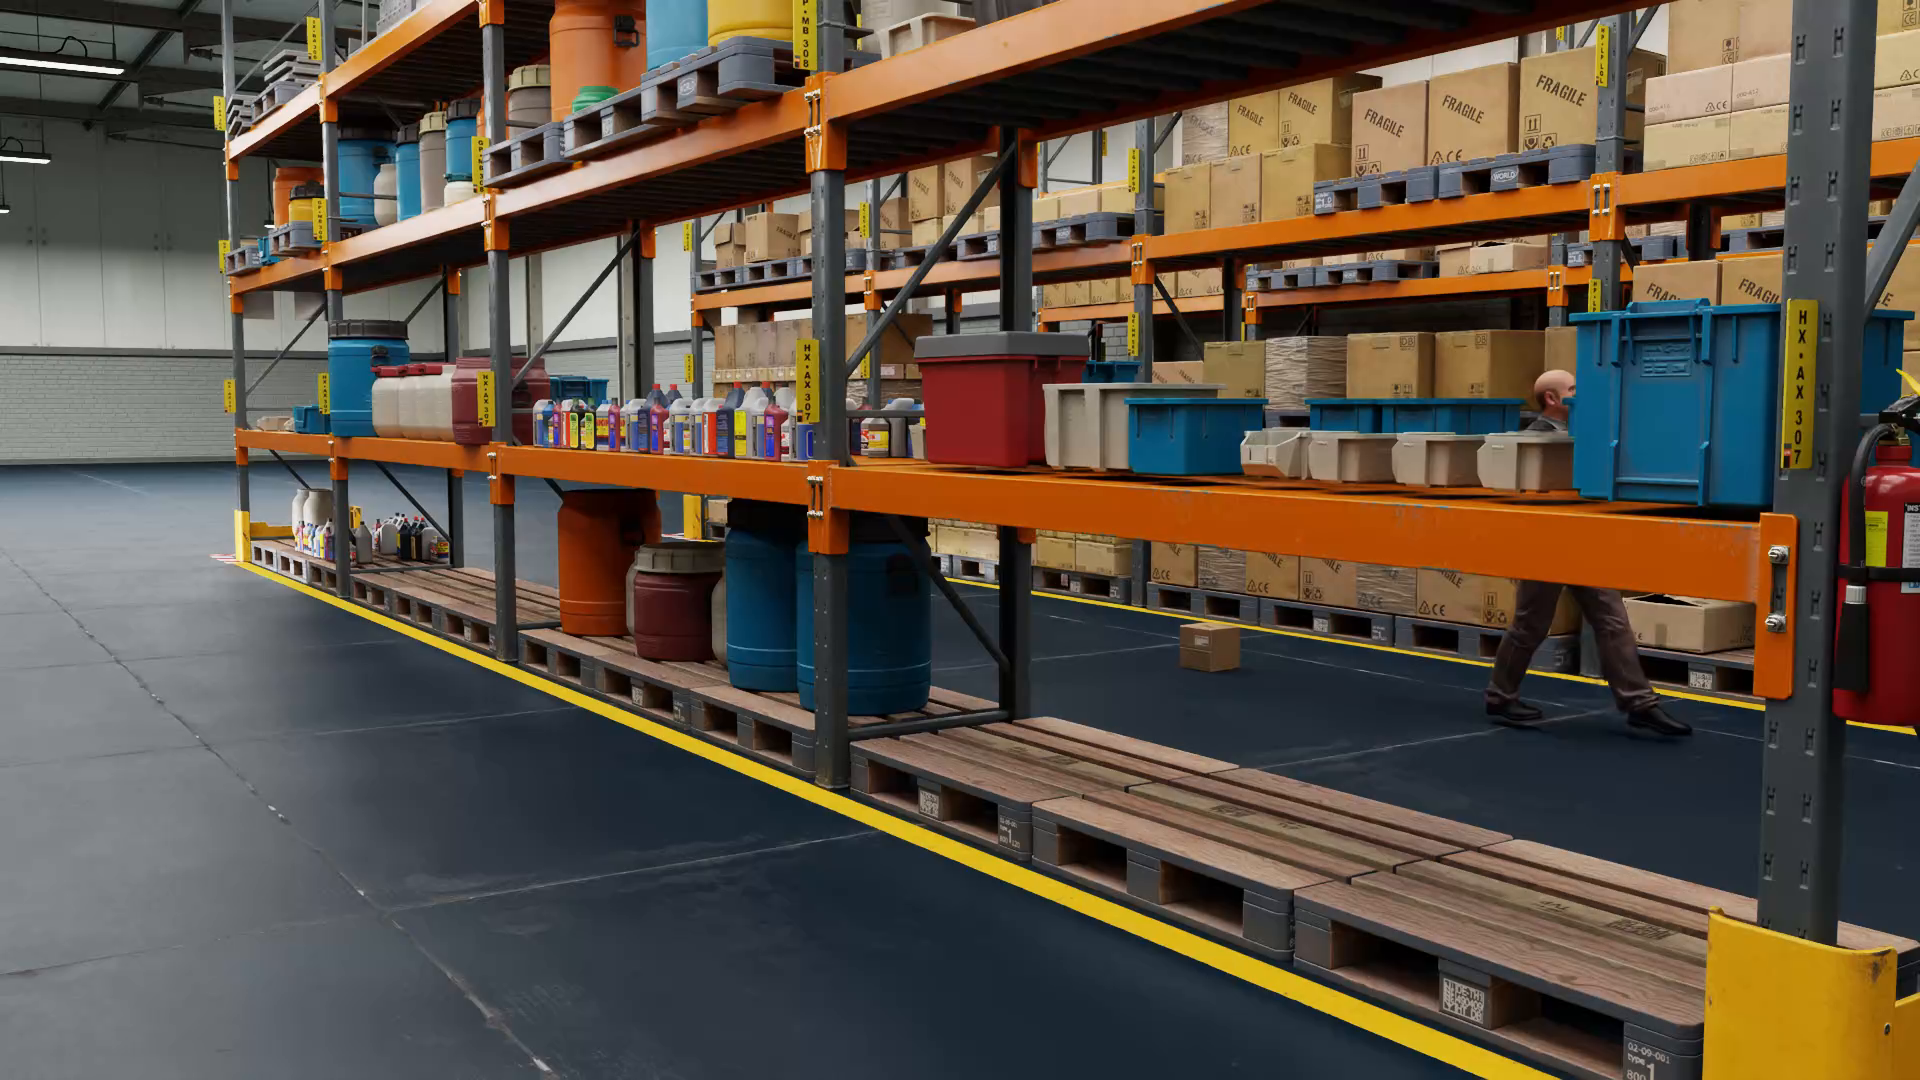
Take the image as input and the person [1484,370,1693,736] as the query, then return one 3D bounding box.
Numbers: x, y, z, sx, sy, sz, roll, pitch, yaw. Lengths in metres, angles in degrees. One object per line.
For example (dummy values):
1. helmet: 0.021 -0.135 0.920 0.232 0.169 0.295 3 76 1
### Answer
1. person: 2.906 0.044 7.757 0.539 1.673 0.949 -4 6 -40
